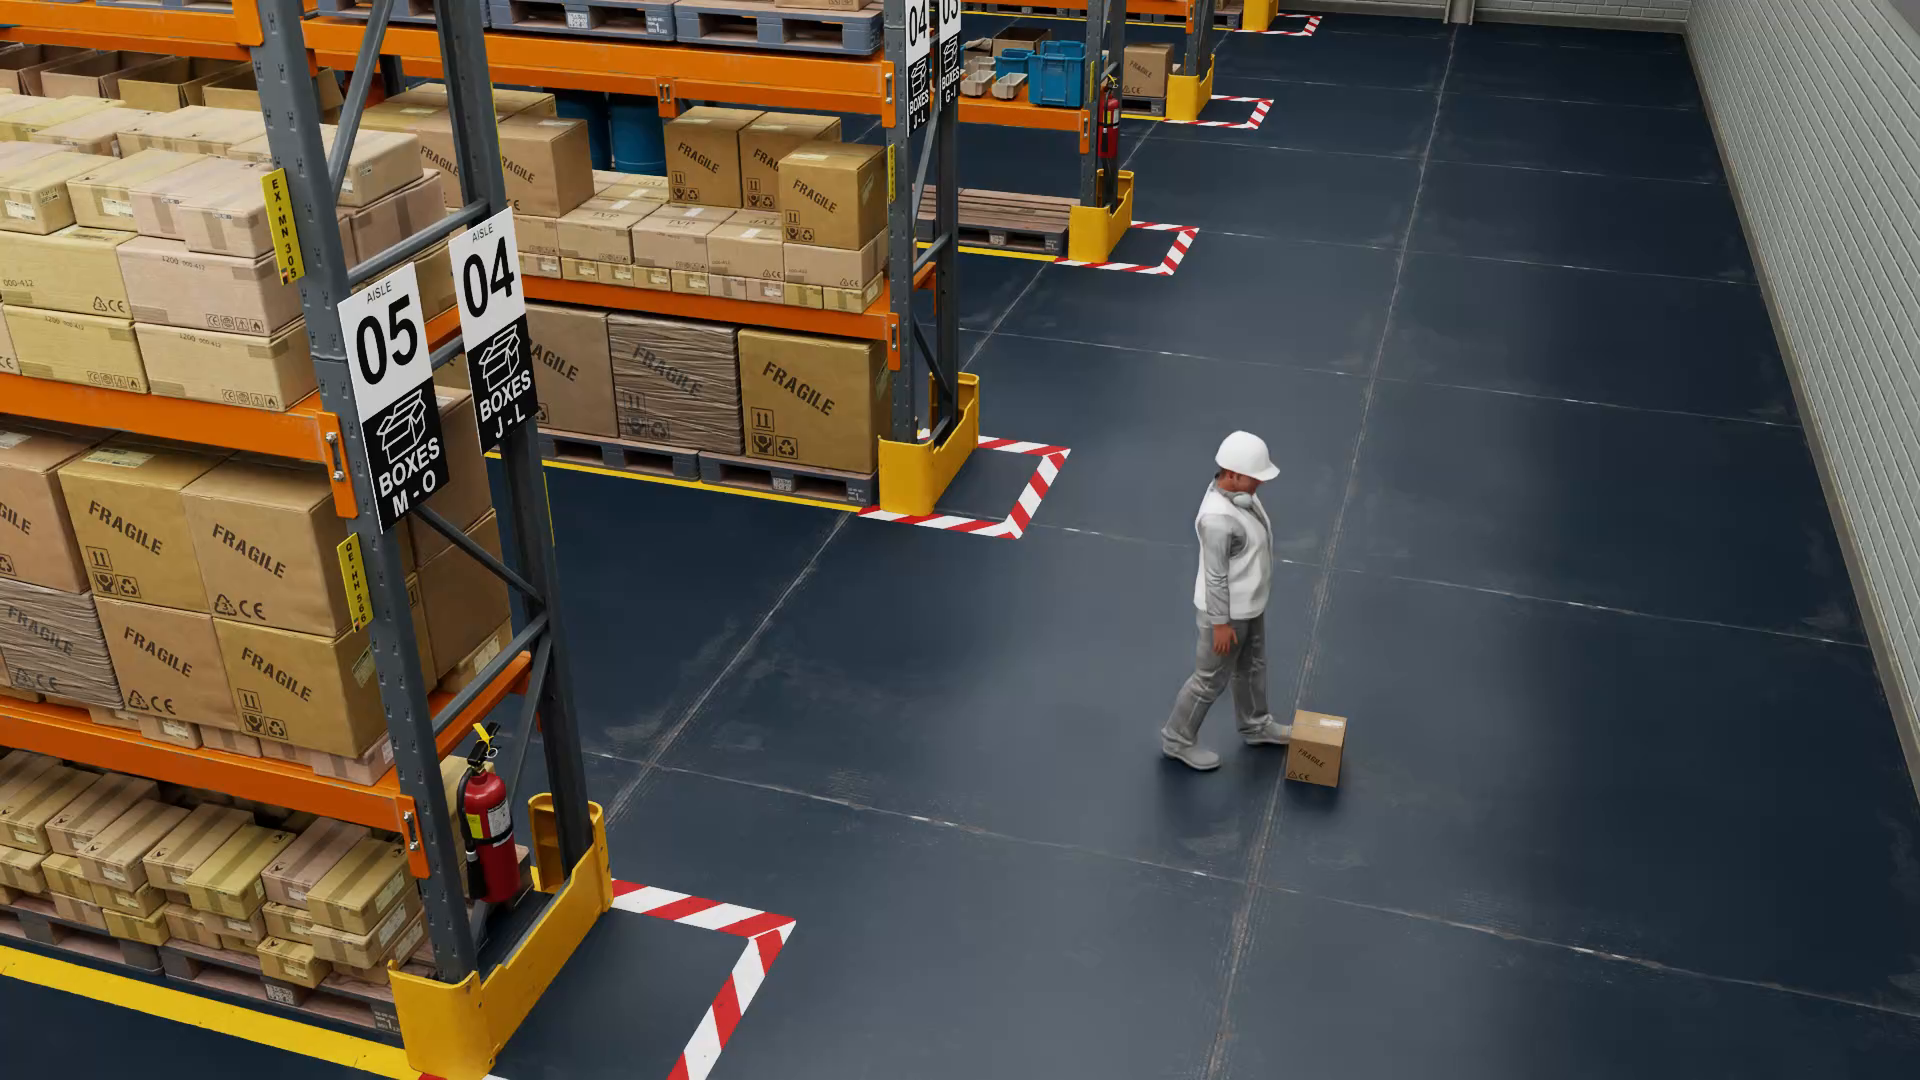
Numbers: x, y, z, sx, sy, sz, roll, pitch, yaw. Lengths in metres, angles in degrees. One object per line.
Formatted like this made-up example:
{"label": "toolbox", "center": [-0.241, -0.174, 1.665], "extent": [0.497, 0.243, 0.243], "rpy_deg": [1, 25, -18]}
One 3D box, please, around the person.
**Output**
{"label": "person", "center": [1.358, 0.300, 7.945], "extent": [0.684, 1.766, 0.553], "rpy_deg": [8, 30, 15]}
